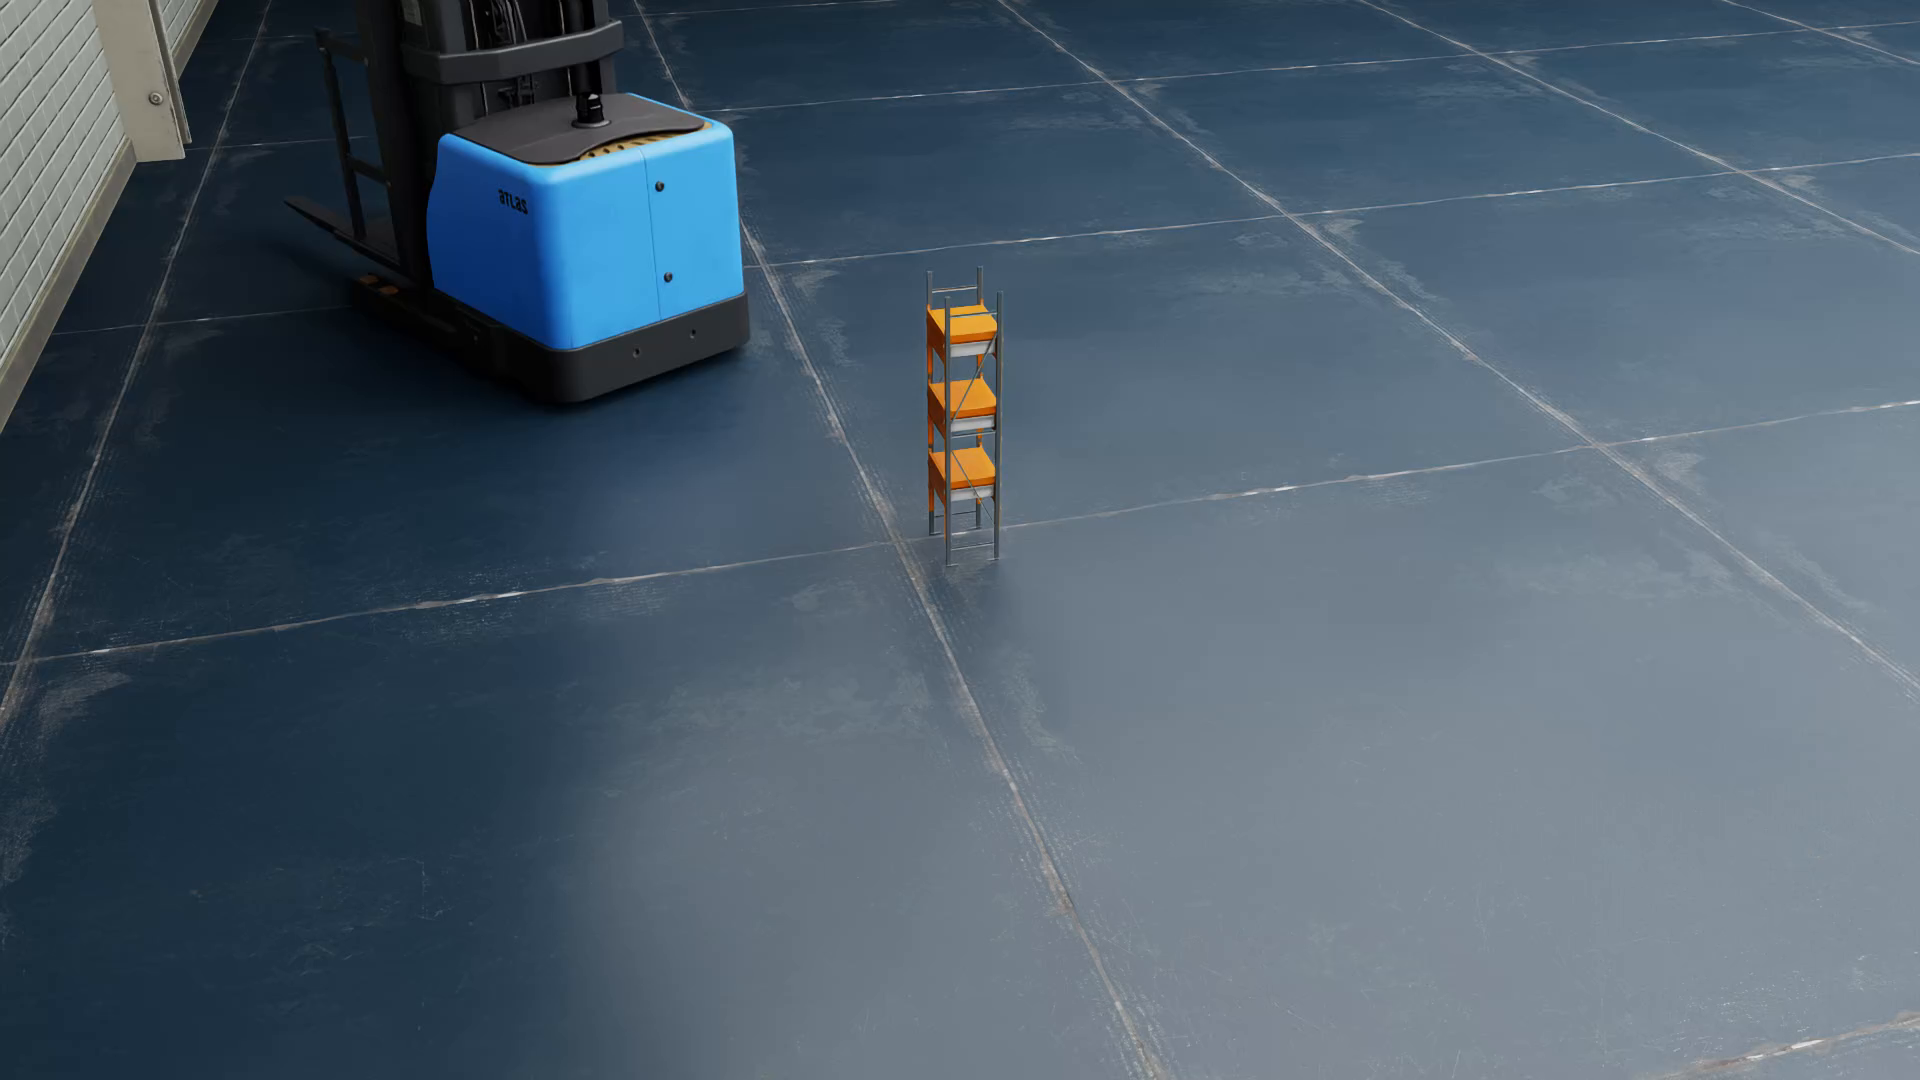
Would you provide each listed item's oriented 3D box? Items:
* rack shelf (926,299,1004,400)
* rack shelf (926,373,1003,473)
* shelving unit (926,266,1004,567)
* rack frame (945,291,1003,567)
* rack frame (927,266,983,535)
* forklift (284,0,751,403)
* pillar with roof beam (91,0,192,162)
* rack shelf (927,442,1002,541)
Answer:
[{"bbox_3d":[0.014,-0.665,5.806,0.215,0.259,0.240,-8,31,-13],"label":"rack shelf"},{"bbox_3d":[0.014,-0.419,5.948,0.215,0.259,0.240,-8,31,-13],"label":"rack shelf"},{"bbox_3d":[0.014,-0.429,5.942,0.215,1.050,0.252,-8,31,-13],"label":"shelving unit"},{"bbox_3d":[0.047,-0.370,5.841,0.200,1.050,0.008,-8,31,-13],"label":"rack frame"},{"bbox_3d":[-0.018,-0.487,6.044,0.200,1.050,0.008,-8,31,-13],"label":"rack frame"},{"bbox_3d":[-2.363,-2.497,7.638,1.130,2.935,3.031,-26,39,-37],"label":"forklift"},{"bbox_3d":[-0.880,-6.916,9.216,9.100,9.000,0.400,-8,31,-13],"label":"pillar with roof beam"},{"bbox_3d":[0.014,-0.179,6.087,0.215,0.259,0.240,-8,31,-13],"label":"rack shelf"}]
